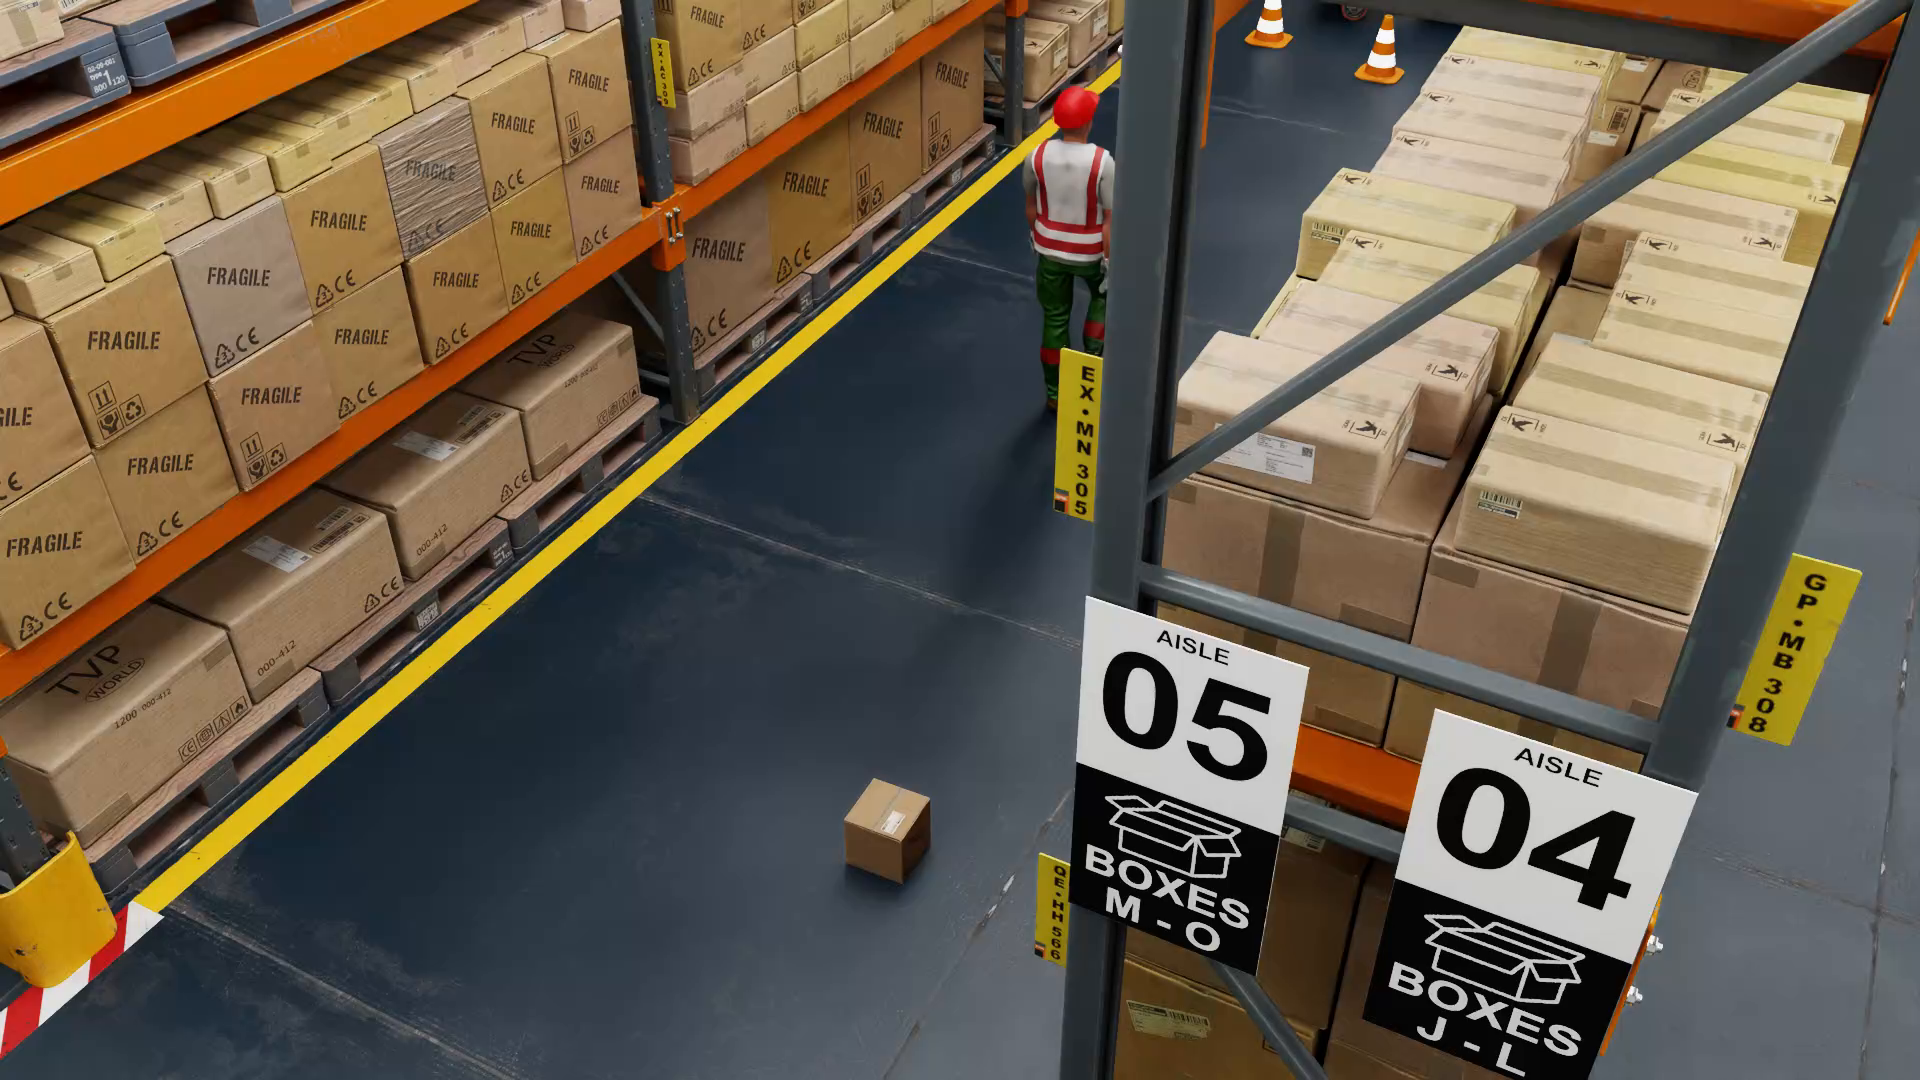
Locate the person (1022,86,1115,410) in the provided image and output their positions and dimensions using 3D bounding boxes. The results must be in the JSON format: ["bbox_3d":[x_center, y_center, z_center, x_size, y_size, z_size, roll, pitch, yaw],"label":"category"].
[{"bbox_3d":[0.596,-1.528,8.690,0.530,1.812,0.466,10,39,12],"label":"person"}]
